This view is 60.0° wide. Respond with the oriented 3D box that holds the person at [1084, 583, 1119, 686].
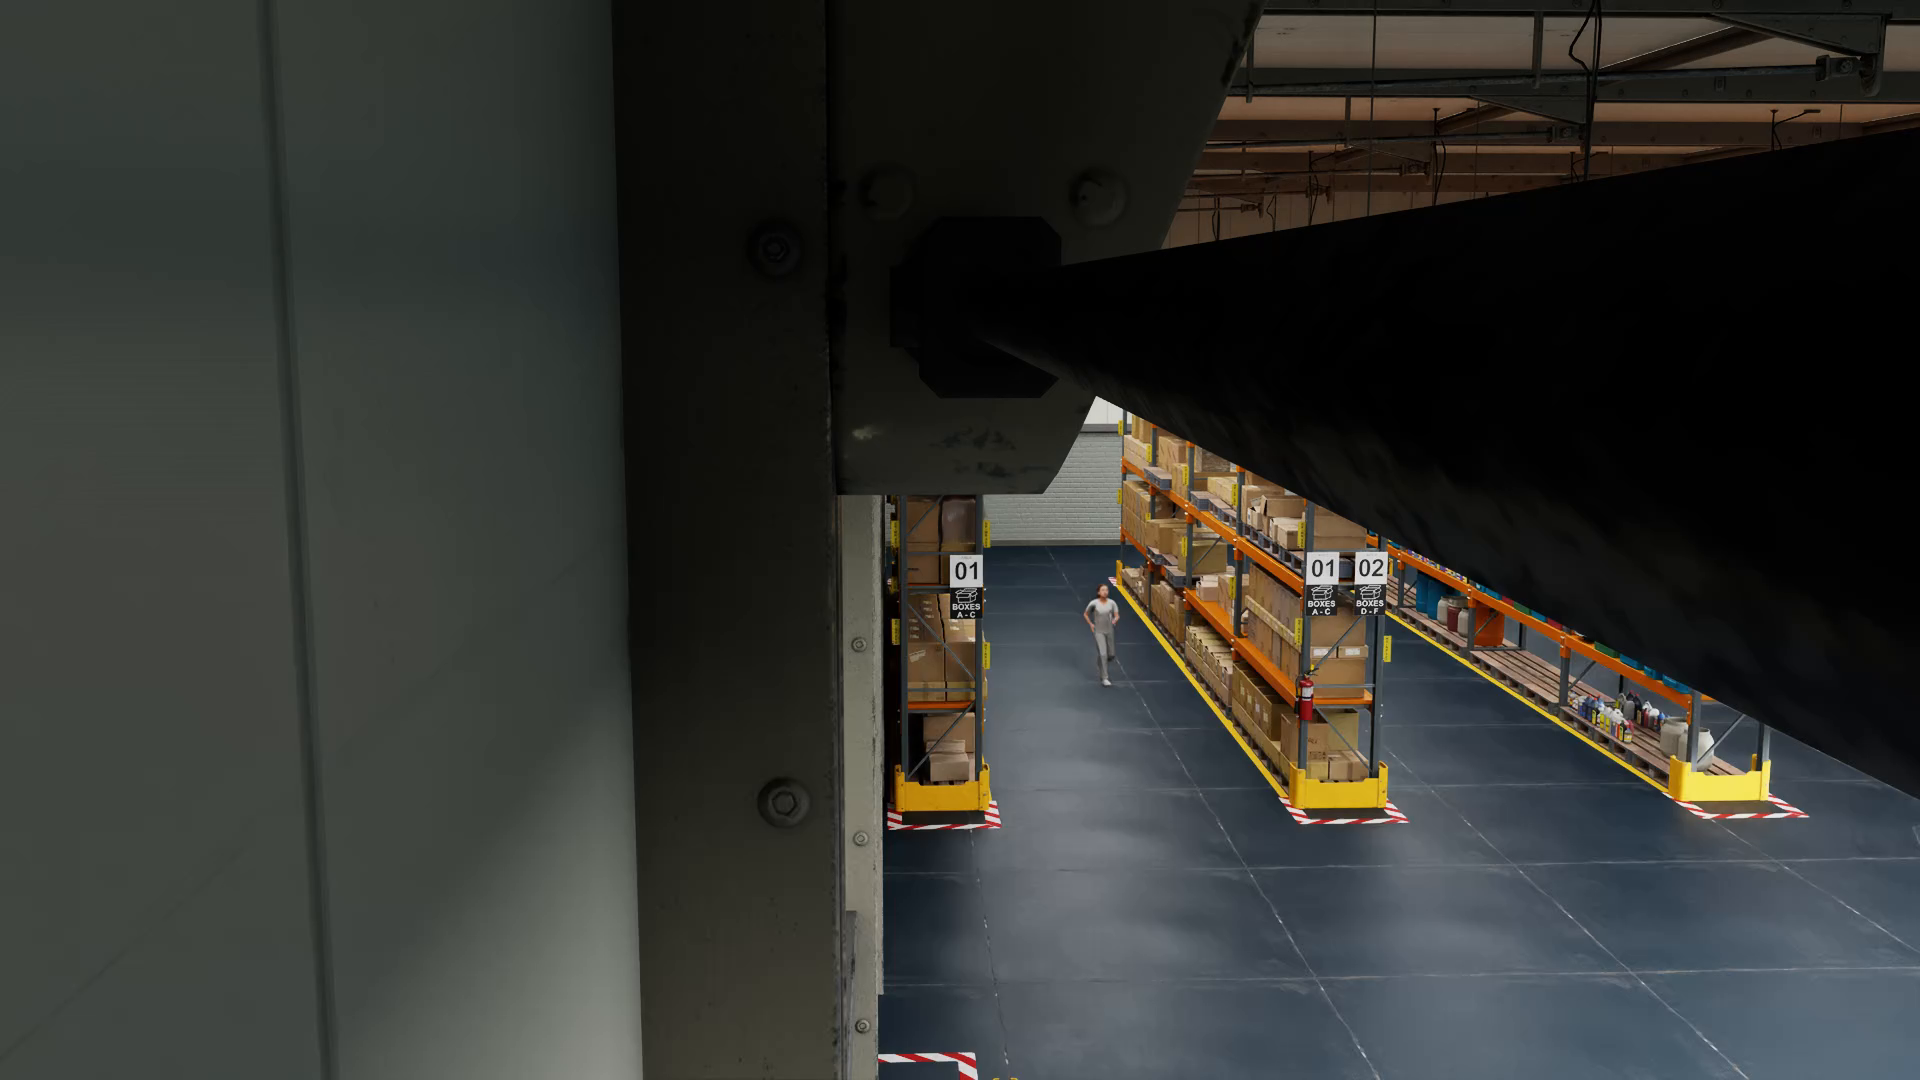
[{"bbox_3d":[2.324,1.517,27.227,0.575,1.635,0.802,-2,9,-13],"label":"person"}]
